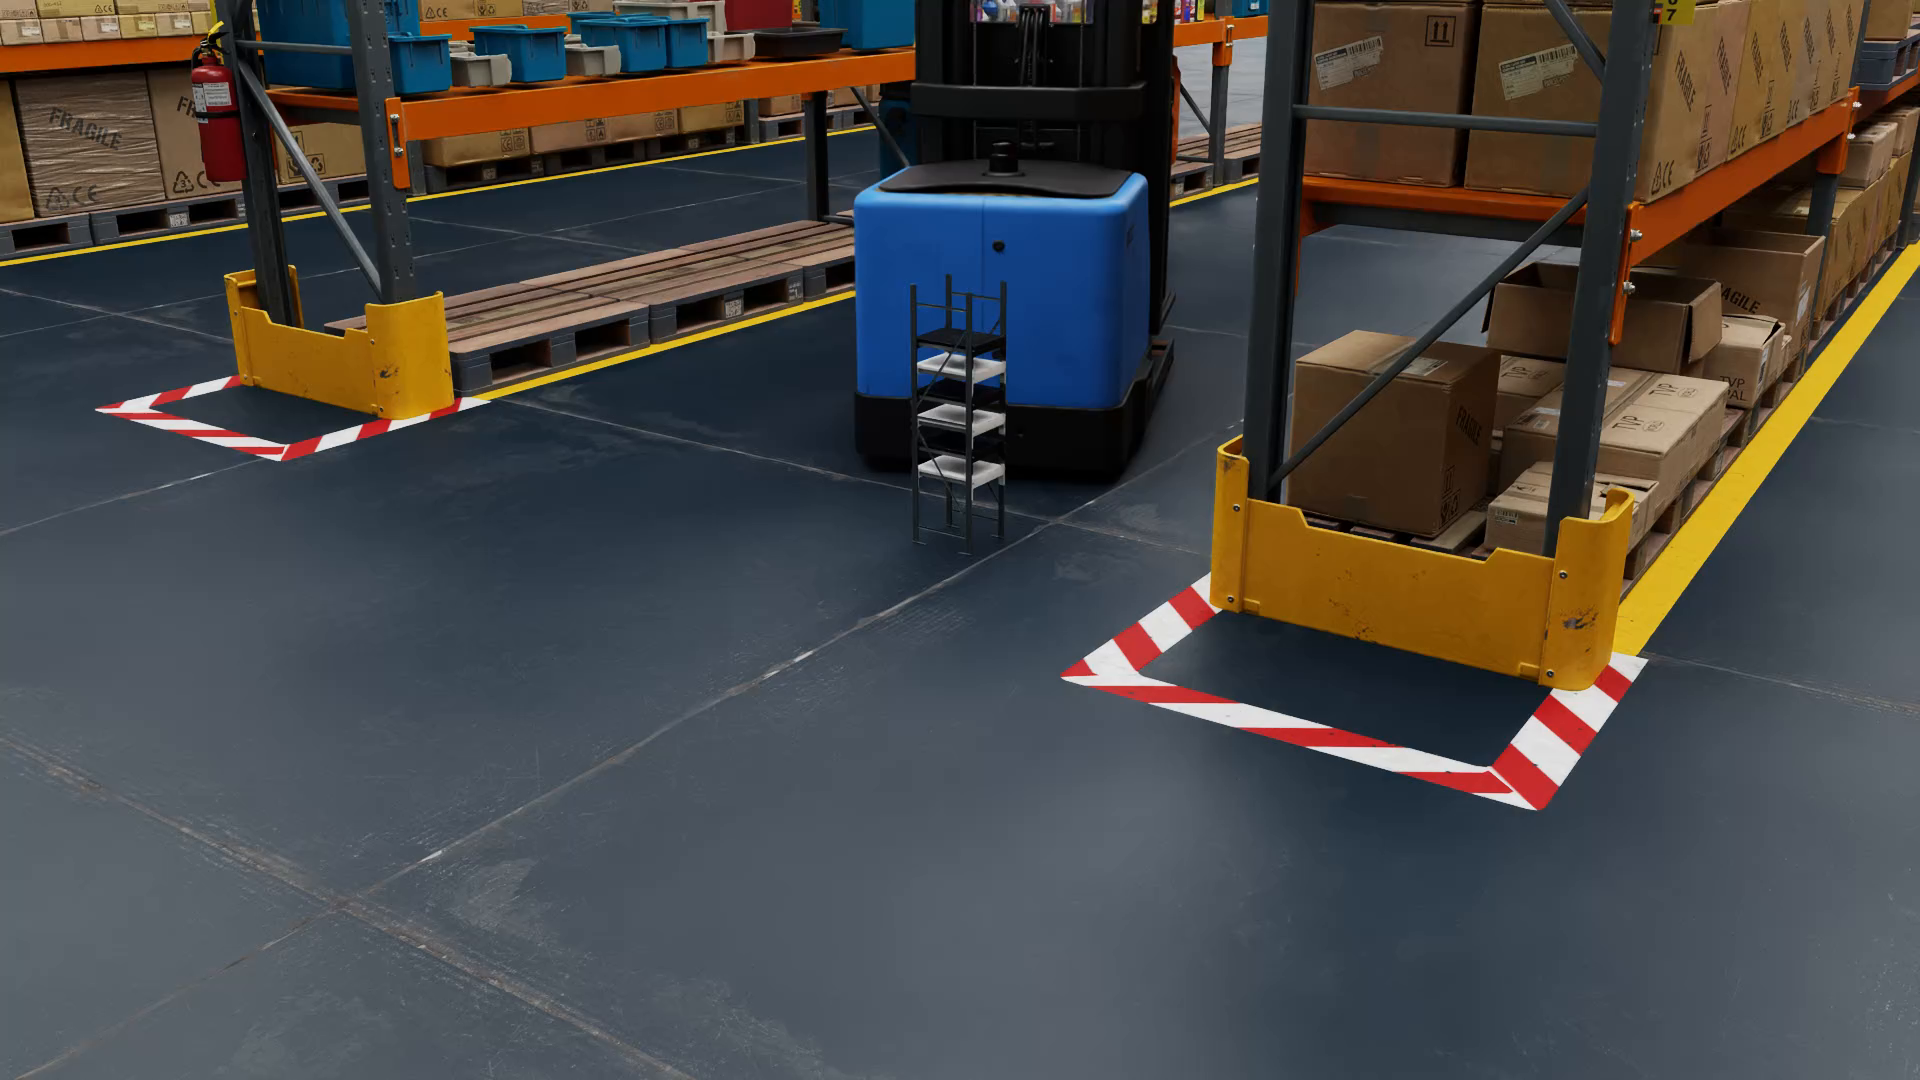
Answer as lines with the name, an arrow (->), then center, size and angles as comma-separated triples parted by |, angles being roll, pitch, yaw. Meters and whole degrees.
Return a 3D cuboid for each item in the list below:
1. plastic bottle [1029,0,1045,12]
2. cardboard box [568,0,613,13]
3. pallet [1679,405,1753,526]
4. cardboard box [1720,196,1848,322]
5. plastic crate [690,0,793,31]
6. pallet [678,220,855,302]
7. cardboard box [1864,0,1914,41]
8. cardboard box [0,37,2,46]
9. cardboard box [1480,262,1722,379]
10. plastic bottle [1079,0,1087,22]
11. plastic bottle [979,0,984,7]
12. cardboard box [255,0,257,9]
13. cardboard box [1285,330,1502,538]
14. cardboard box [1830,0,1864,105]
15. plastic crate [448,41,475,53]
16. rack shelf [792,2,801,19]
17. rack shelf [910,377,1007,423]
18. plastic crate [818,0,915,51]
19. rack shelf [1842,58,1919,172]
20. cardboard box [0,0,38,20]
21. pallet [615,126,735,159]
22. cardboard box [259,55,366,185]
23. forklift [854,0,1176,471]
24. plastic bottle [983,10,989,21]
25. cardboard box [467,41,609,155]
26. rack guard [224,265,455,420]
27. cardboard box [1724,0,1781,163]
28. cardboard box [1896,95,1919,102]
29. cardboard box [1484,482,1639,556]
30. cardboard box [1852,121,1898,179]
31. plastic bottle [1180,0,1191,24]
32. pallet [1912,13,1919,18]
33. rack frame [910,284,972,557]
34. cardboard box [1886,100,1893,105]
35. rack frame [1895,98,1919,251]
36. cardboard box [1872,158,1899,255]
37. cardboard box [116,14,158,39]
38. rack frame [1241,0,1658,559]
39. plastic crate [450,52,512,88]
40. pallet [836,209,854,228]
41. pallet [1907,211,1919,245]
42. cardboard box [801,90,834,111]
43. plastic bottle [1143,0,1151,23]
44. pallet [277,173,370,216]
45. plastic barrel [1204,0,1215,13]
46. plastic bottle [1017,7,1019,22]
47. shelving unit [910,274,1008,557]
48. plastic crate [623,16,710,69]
plastic bottle -> 0.509, -3.455, 10.950 | 0.061, 0.283, 0.133 | 13, 24, 32
cardboard box -> -3.330, -4.766, 14.183 | 0.500, 0.500, 0.500 | 14, 24, 33
pallet -> 2.474, -0.410, 6.569 | 1.003, 0.211, 1.213 | 13, 24, 32
cardboard box -> 4.019, -1.391, 8.171 | 0.500, 0.500, 0.500 | 12, 23, 29
plastic crate -> -1.258, -3.084, 9.600 | 0.402, 0.464, 0.583 | 13, 24, 32
pallet -> -0.930, -1.707, 10.075 | 1.003, 0.211, 1.213 | 13, 24, 32
cardboard box -> 3.997, -2.602, 7.727 | 0.700, 0.500, 0.500 | 5, 21, 14
cardboard box -> -6.135, -3.118, 10.234 | 0.380, 0.149, 0.250 | 13, 24, 31
cardboard box -> 2.494, -0.761, 6.464 | 0.797, 0.503, 0.637 | 13, 24, 32
plastic bottle -> 0.820, -3.619, 11.411 | 0.097, 0.271, 0.097 | 0, 20, 0
plastic bottle -> 0.100, -3.706, 11.638 | 0.152, 0.276, 0.135 | 13, 24, 32
cardboard box -> -4.965, -3.941, 11.884 | 0.500, 0.250, 0.500 | 14, 25, 33
cardboard box -> 1.399, -0.356, 5.374 | 0.500, 0.500, 0.500 | 13, 24, 32
cardboard box -> 3.477, -2.119, 7.027 | 0.500, 0.500, 0.500 | 14, 24, 33
plastic crate -> -2.314, -2.340, 8.060 | 0.396, 0.136, 0.243 | 13, 24, 32
rack shelf -> -1.272, -5.583, 17.572 | 1.077, 0.370, 4.000 | 13, 24, 32
rack shelf -> -0.005, -0.473, 5.583 | 0.258, 0.077, 0.200 | 13, 24, 32
plastic crate -> -0.529, -3.053, 9.632 | 0.392, 0.384, 0.575 | 13, 24, 32
rack shelf -> 4.670, -2.502, 9.243 | 1.077, 0.370, 4.000 | 13, 24, 32
cardboard box -> -6.114, -3.356, 10.302 | 0.500, 0.250, 0.500 | 13, 24, 31
pallet -> -2.902, -3.827, 15.808 | 1.003, 0.211, 1.213 | 13, 24, 32
cardboard box -> -5.082, -3.226, 12.619 | 0.875, 0.875, 0.875 | 13, 24, 32
forklift -> 0.403, -2.111, 7.247 | 1.130, 2.935, 3.031 | 4, 21, 11
plastic bottle -> 0.135, -3.237, 10.478 | 0.097, 0.201, 0.097 | 0, 20, 0
cardboard box -> -3.800, -3.844, 14.289 | 1.225, 0.875, 0.875 | 12, 24, 30
rack guard -> -2.800, -0.904, 7.487 | 1.175, 0.500, 0.348 | 13, 24, 32
cardboard box -> 2.335, -1.534, 5.443 | 0.500, 0.500, 0.500 | 13, 24, 32
cardboard box -> 7.482, -3.266, 12.822 | 0.500, 0.311, 0.500 | 13, 24, 32
cardboard box -> 1.817, -0.041, 5.026 | 0.380, 0.149, 0.250 | 13, 24, 32
cardboard box -> 4.863, -2.174, 9.206 | 0.500, 0.250, 0.500 | 13, 24, 31
plastic bottle -> 1.695, -4.061, 12.587 | 0.061, 0.283, 0.133 | 13, 24, 32
pallet -> 5.471, -3.116, 10.141 | 1.213, 0.211, 1.003 | 13, 24, 32
rack frame -> -0.062, -0.391, 5.524 | 0.240, 0.900, 0.006 | 13, 24, 32
cardboard box -> 7.029, -3.370, 13.103 | 0.500, 0.311, 0.500 | 12, 24, 30
rack frame -> 5.794, -3.414, 10.670 | 1.000, 3.000, 0.127 | 13, 24, 32
cardboard box -> 5.171, -1.985, 9.777 | 0.500, 0.500, 0.500 | 12, 24, 30
cardboard box -> -5.558, -3.413, 11.029 | 0.380, 0.149, 0.250 | 13, 24, 30
rack frame -> 1.297, -1.118, 4.465 | 1.000, 3.000, 0.127 | 13, 24, 32
plastic crate -> -2.138, -2.072, 7.338 | 0.250, 0.136, 0.298 | 13, 24, 32
pallet -> -0.081, -2.139, 11.242 | 1.003, 0.211, 1.213 | 13, 24, 32
pallet -> 6.289, -2.334, 11.772 | 1.003, 0.211, 1.213 | 13, 24, 32
cardboard box -> -1.735, -4.738, 17.220 | 0.700, 0.500, 0.500 | 11, 23, 27
plastic bottle -> 1.342, -3.853, 12.144 | 0.097, 0.201, 0.097 | 0, 20, 0
pallet -> -5.137, -2.688, 12.728 | 1.003, 0.211, 1.213 | 13, 24, 32
plastic barrel -> 2.101, -4.770, 14.176 | 0.421, 0.512, 0.421 | 0, 20, 0
plastic bottle -> 0.375, -3.359, 10.809 | 0.097, 0.201, 0.097 | 0, 20, 0
shelving unit -> -0.005, -0.420, 5.603 | 0.258, 0.900, 0.210 | 13, 24, 32
plastic crate -> -1.478, -2.506, 8.370 | 0.416, 0.233, 0.300 | 13, 24, 32
